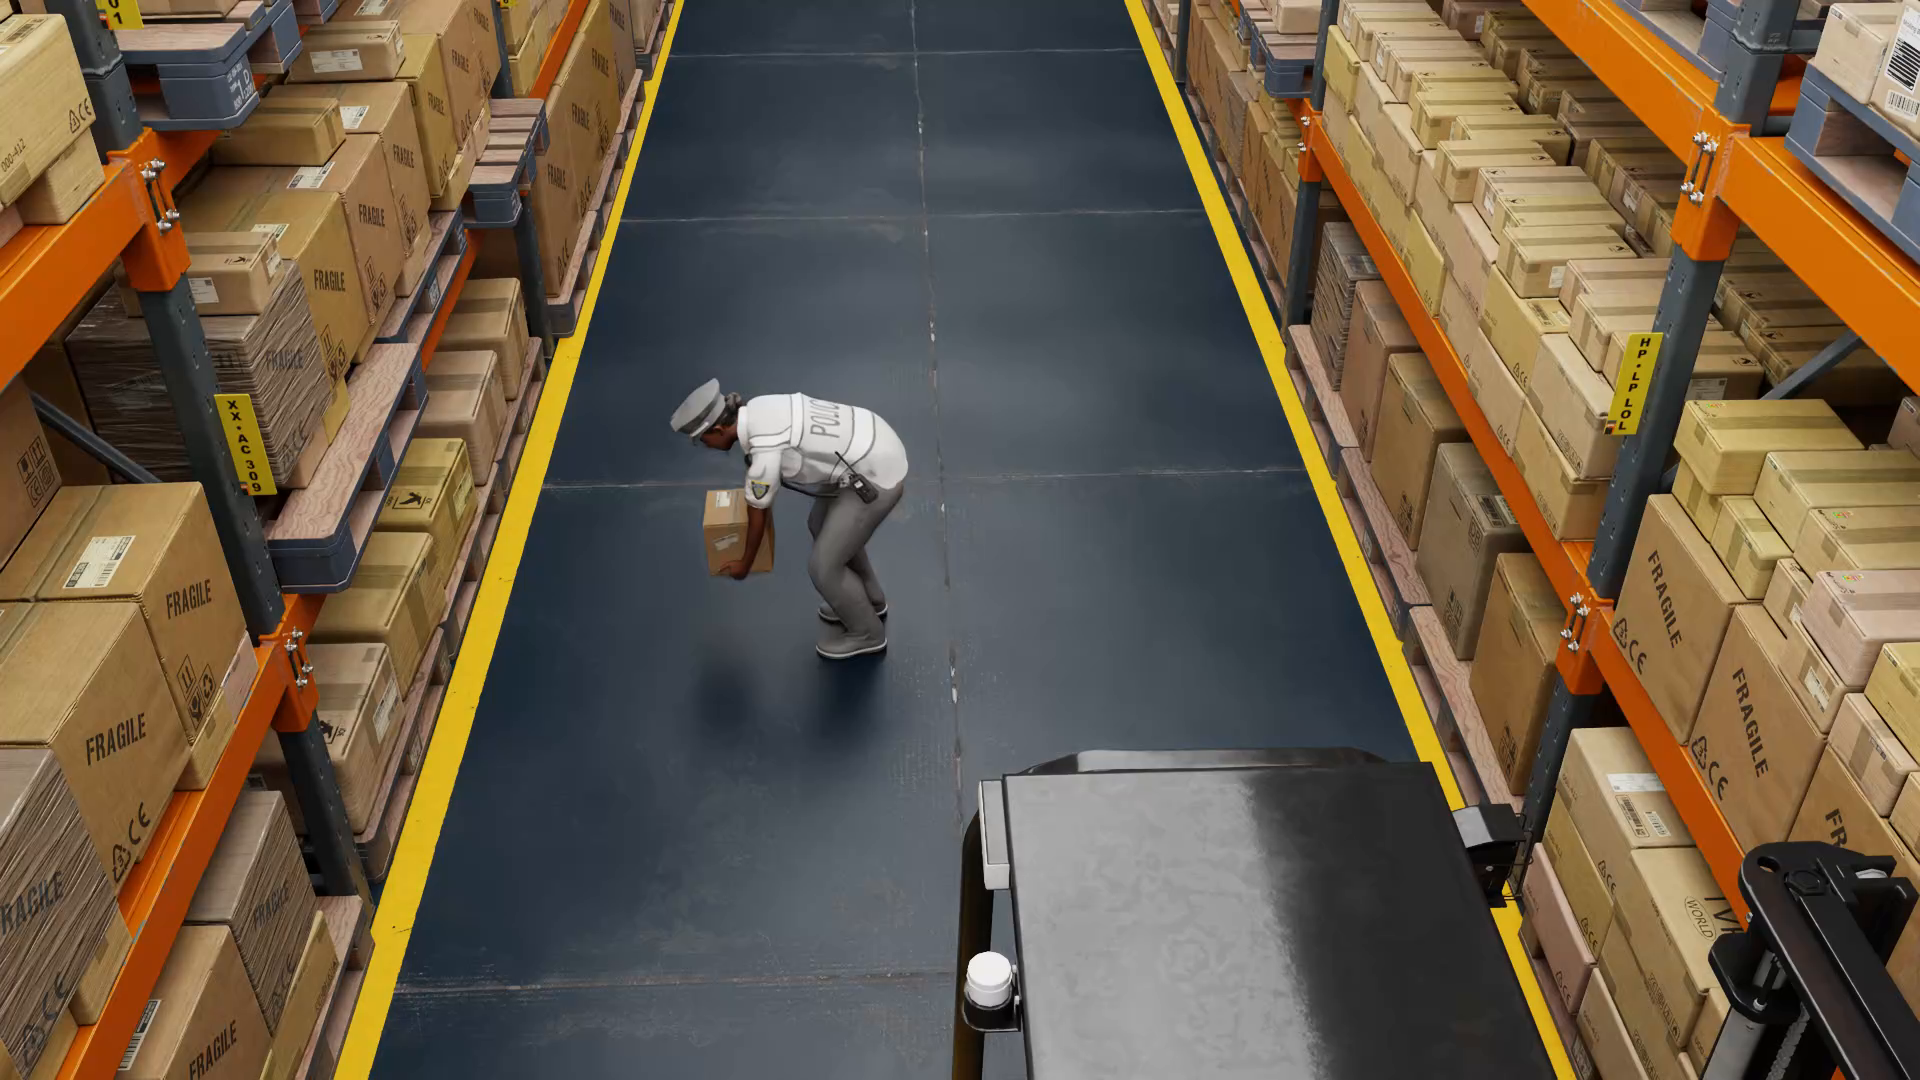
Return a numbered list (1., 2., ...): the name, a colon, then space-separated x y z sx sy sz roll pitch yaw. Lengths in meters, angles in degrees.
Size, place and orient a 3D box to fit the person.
1. person: -0.719 -0.259 6.545 0.789 0.833 0.382 -3 36 -4
